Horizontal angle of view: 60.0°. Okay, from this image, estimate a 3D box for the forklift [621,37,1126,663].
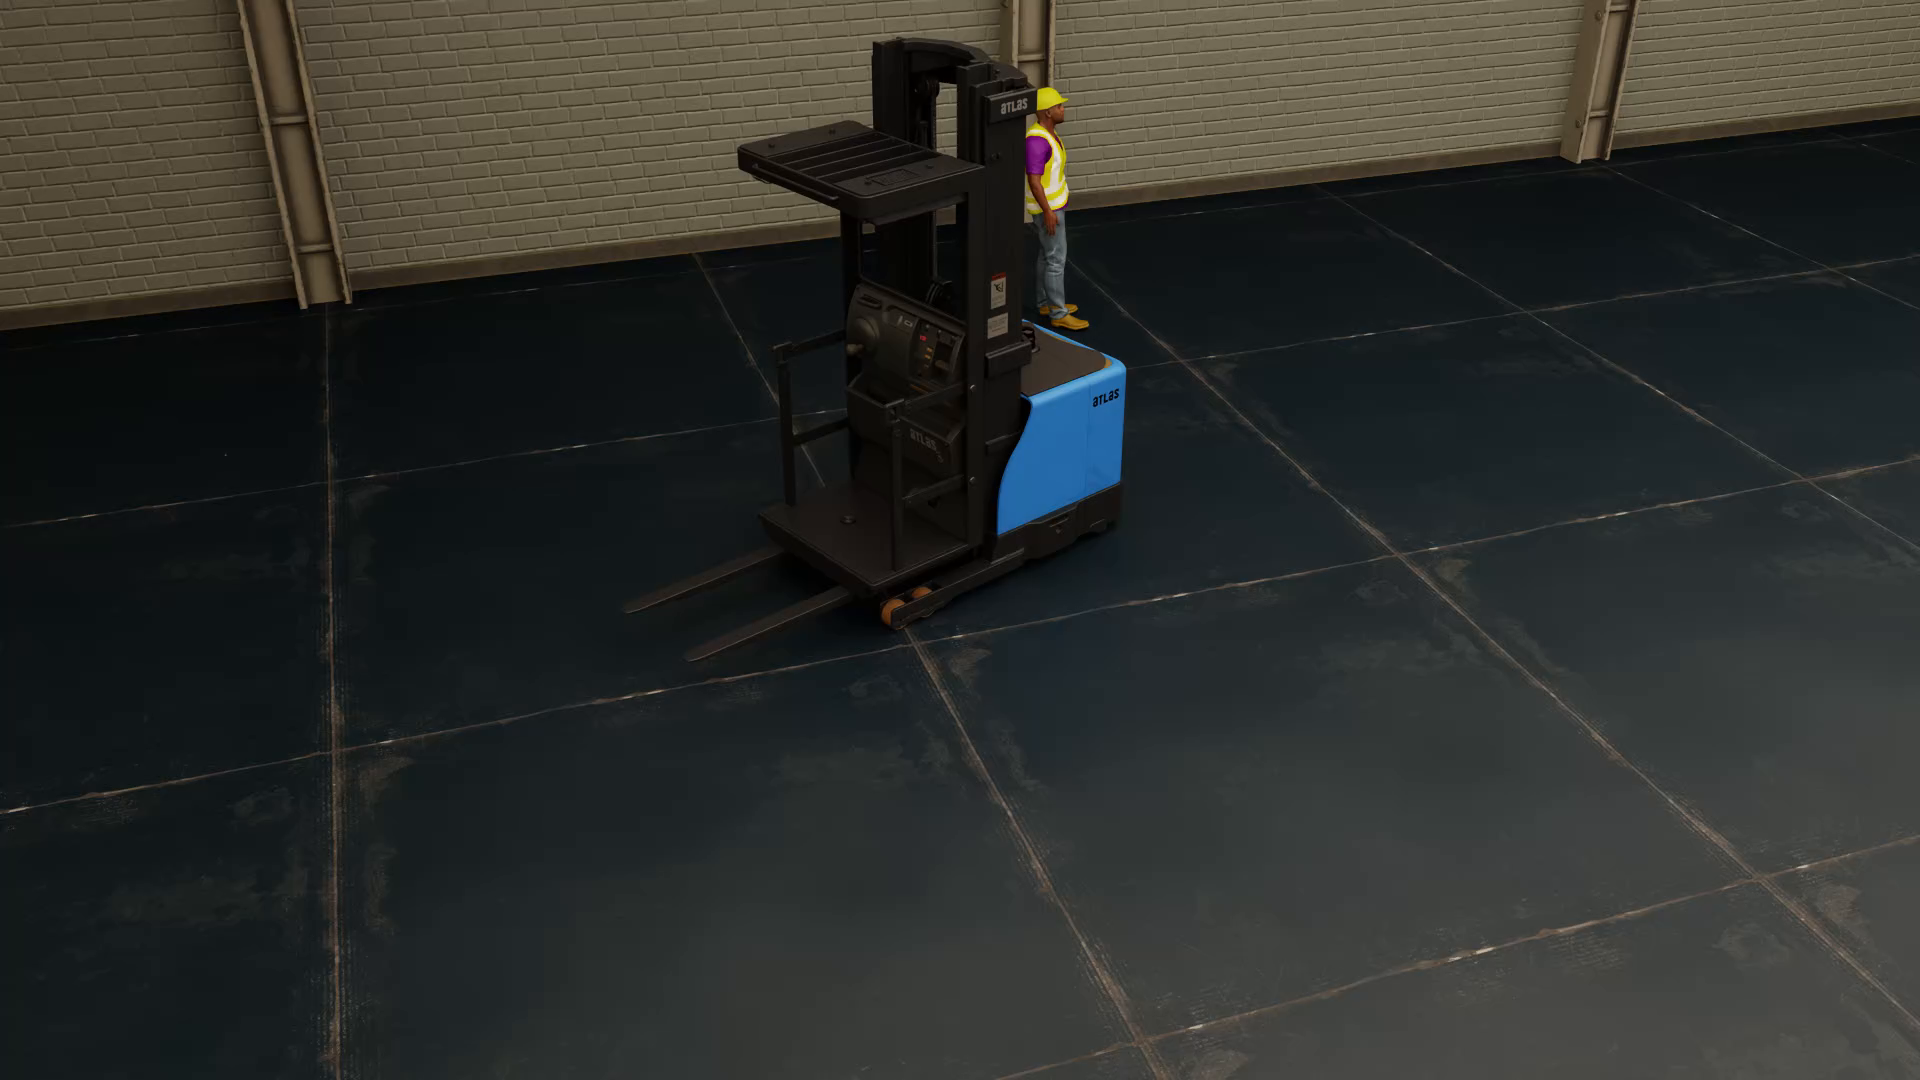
[{"bbox_3d":[-0.461,-1.072,8.951,3.031,2.935,1.130,-23,37,-34],"label":"forklift"}]

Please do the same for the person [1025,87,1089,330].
[{"bbox_3d":[0.750,-2.542,12.659,0.578,1.765,0.665,4,30,7],"label":"person"}]
